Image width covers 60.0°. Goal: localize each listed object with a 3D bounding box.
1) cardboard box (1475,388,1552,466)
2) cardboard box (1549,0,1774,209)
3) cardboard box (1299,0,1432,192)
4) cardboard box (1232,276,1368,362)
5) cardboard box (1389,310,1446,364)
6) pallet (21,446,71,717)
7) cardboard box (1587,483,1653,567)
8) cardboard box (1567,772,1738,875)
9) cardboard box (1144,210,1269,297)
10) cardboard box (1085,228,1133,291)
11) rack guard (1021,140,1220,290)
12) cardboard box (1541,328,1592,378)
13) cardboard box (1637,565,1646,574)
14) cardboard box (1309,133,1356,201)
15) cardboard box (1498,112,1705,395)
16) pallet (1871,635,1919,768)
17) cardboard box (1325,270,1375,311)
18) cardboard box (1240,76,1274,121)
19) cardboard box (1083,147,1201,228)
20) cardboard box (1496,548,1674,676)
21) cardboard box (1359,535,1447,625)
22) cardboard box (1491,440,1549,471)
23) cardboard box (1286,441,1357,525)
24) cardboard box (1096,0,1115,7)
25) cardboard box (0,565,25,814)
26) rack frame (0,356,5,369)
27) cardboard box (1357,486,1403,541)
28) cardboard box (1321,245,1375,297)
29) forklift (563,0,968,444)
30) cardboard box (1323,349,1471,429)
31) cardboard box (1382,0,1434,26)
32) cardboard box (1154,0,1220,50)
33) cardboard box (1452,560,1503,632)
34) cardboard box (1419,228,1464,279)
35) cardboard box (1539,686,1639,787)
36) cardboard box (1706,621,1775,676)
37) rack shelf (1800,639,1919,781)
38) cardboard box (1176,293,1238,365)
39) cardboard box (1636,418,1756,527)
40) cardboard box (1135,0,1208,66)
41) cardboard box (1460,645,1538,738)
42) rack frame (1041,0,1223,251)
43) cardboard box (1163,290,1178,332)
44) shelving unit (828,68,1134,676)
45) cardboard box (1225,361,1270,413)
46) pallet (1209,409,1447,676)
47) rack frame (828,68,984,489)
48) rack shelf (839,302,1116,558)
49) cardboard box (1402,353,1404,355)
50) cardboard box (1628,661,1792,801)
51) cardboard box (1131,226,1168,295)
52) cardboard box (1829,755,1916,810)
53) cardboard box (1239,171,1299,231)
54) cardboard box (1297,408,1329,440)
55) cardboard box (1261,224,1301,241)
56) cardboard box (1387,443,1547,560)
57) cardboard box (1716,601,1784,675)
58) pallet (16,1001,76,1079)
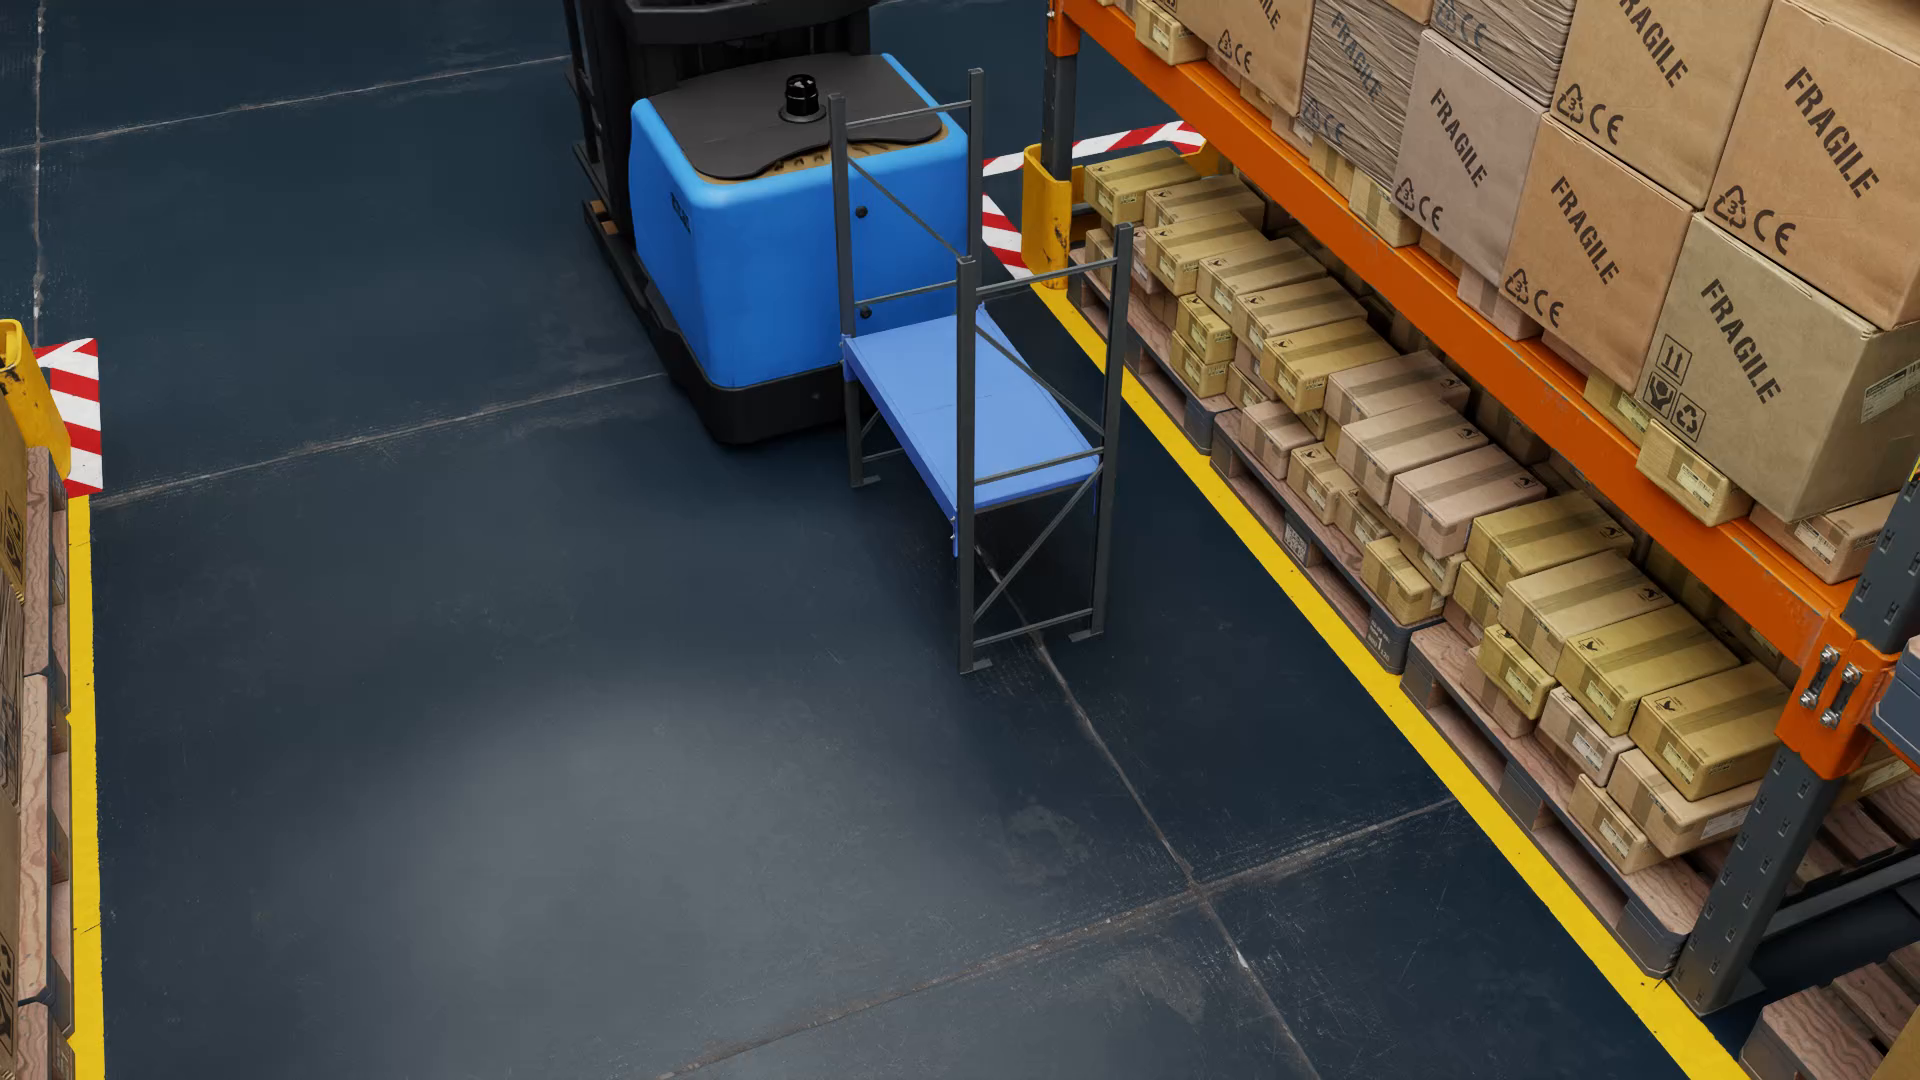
[{"bbox_3d":[1.893,-0.410,5.334,0.380,0.149,0.250,-17,43,-19],"label":"cardboard box"},{"bbox_3d":[1.717,-1.113,3.672,0.500,0.500,0.500,-16,43,-18],"label":"cardboard box"},{"bbox_3d":[1.340,-1.358,4.724,0.500,0.500,0.500,-16,43,-18],"label":"cardboard box"},{"bbox_3d":[1.169,-0.752,5.733,0.380,0.149,0.250,-14,43,-15],"label":"cardboard box"},{"bbox_3d":[1.708,-0.719,5.694,0.380,0.149,0.250,-16,43,-18],"label":"cardboard box"},{"bbox_3d":[-3.424,0.229,5.322,1.003,0.211,1.213,-15,43,-17],"label":"pallet"},{"bbox_3d":[2.095,-0.093,4.965,0.380,0.149,0.250,-16,43,-18],"label":"cardboard box"},{"bbox_3d":[1.885,0.713,4.485,0.380,0.149,0.250,-15,43,-16],"label":"cardboard box"},{"bbox_3d":[0.900,-1.051,6.079,0.380,0.149,0.250,-15,43,-17],"label":"cardboard box"},{"bbox_3d":[0.724,-1.150,6.651,0.380,0.149,0.250,-14,43,-16],"label":"cardboard box"},{"bbox_3d":[0.848,-1.473,7.080,1.175,0.500,0.348,-15,43,-17],"label":"rack guard"},{"bbox_3d":[1.742,-0.552,4.284,0.380,0.149,0.250,-16,43,-18],"label":"cardboard box"},{"bbox_3d":[2.099,0.022,5.060,0.380,0.149,0.250,-17,44,-19],"label":"cardboard box"},{"bbox_3d":[1.284,-1.168,5.000,0.380,0.149,0.250,-14,43,-15],"label":"cardboard box"},{"bbox_3d":[1.706,-0.742,4.008,0.500,0.500,0.500,-16,43,-18],"label":"cardboard box"},{"bbox_3d":[2.507,0.512,3.001,1.003,0.211,1.213,-15,43,-17],"label":"pallet"},{"bbox_3d":[1.493,-0.911,6.145,0.380,0.149,0.250,-16,43,-17],"label":"cardboard box"},{"bbox_3d":[1.136,-1.485,5.369,0.380,0.149,0.250,-16,43,-17],"label":"cardboard box"},{"bbox_3d":[0.705,-1.370,6.451,0.380,0.149,0.250,-17,44,-19],"label":"cardboard box"},{"bbox_3d":[1.736,0.197,4.628,0.380,0.149,0.250,-15,43,-17],"label":"cardboard box"},{"bbox_3d":[1.488,0.090,5.210,0.380,0.149,0.250,-15,43,-17],"label":"cardboard box"},{"bbox_3d":[1.978,-0.317,5.455,0.380,0.149,0.250,-15,43,-17],"label":"cardboard box"},{"bbox_3d":[1.328,-0.221,5.571,0.380,0.149,0.250,-15,43,-17],"label":"cardboard box"},{"bbox_3d":[0.640,-2.095,6.078,0.380,0.149,0.250,-15,43,-17],"label":"cardboard box"},{"bbox_3d":[-3.135,0.270,4.443,0.875,0.875,0.875,-15,43,-17],"label":"cardboard box"},{"bbox_3d":[-3.802,-1.290,4.950,1.000,3.000,0.127,-15,43,-17],"label":"rack frame"},{"bbox_3d":[1.496,-0.166,5.279,0.380,0.149,0.250,-17,44,-19],"label":"cardboard box"},{"bbox_3d":[1.556,-1.053,6.082,0.380,0.149,0.250,-17,43,-19],"label":"cardboard box"},{"bbox_3d":[-0.998,-2.423,6.320,1.130,2.935,3.031,-16,43,-18],"label":"forklift"},{"bbox_3d":[1.412,-0.455,5.387,0.380,0.149,0.250,-15,43,-17],"label":"cardboard box"},{"bbox_3d":[1.321,-1.733,4.393,0.500,0.500,0.500,-16,43,-18],"label":"cardboard box"},{"bbox_3d":[0.964,-1.962,5.426,0.500,0.500,0.500,-15,43,-17],"label":"cardboard box"},{"bbox_3d":[1.696,0.149,4.913,0.380,0.149,0.250,-15,43,-16],"label":"cardboard box"},{"bbox_3d":[1.522,-0.864,4.647,0.380,0.149,0.250,-16,43,-17],"label":"cardboard box"},{"bbox_3d":[1.820,0.481,4.526,0.380,0.149,0.250,-17,44,-19],"label":"cardboard box"},{"bbox_3d":[2.327,0.323,4.710,0.380,0.149,0.250,-15,43,-17],"label":"cardboard box"},{"bbox_3d":[3.115,1.420,2.350,1.077,0.370,4.000,-15,43,-17],"label":"rack shelf"},{"bbox_3d":[1.008,-0.792,6.007,0.380,0.149,0.250,-14,43,-16],"label":"cardboard box"},{"bbox_3d":[1.825,-0.204,3.879,0.380,0.149,0.250,-16,43,-18],"label":"cardboard box"},{"bbox_3d":[0.829,-1.776,5.708,0.380,0.149,0.250,-16,43,-18],"label":"cardboard box"},{"bbox_3d":[1.702,0.393,4.857,0.380,0.149,0.250,-16,43,-18],"label":"cardboard box"},{"bbox_3d":[0.819,-2.467,6.318,1.000,3.000,0.127,-15,43,-17],"label":"rack frame"},{"bbox_3d":[1.001,-0.865,6.319,0.380,0.149,0.250,-15,43,-16],"label":"cardboard box"},{"bbox_3d":[0.033,-0.517,5.201,0.538,1.500,1.048,-15,43,-17],"label":"shelving unit"},{"bbox_3d":[1.183,-0.553,5.957,0.380,0.149,0.250,-15,43,-17],"label":"cardboard box"},{"bbox_3d":[1.589,-0.132,5.741,1.003,0.211,1.213,-15,43,-17],"label":"pallet"},{"bbox_3d":[-0.162,-0.824,5.557,0.500,1.500,0.032,-15,43,-17],"label":"rack frame"},{"bbox_3d":[0.033,-0.381,5.319,0.538,0.185,1.000,-15,43,-17],"label":"rack shelf"},{"bbox_3d":[1.776,-0.631,5.819,0.380,0.149,0.250,-13,42,-15],"label":"cardboard box"},{"bbox_3d":[1.973,0.489,4.288,0.380,0.149,0.250,-14,43,-16],"label":"cardboard box"},{"bbox_3d":[0.835,-1.099,6.364,0.380,0.149,0.250,-15,43,-17],"label":"cardboard box"},{"bbox_3d":[2.507,0.565,4.657,0.380,0.149,0.250,-17,44,-19],"label":"cardboard box"},{"bbox_3d":[1.299,-1.349,6.427,0.380,0.149,0.250,-14,43,-16],"label":"cardboard box"},{"bbox_3d":[1.339,-0.503,5.671,0.380,0.149,0.250,-13,42,-15],"label":"cardboard box"},{"bbox_3d":[1.335,-1.240,6.528,0.380,0.149,0.250,-16,43,-18],"label":"cardboard box"},{"bbox_3d":[1.520,-0.119,4.996,0.380,0.149,0.250,-17,44,-19],"label":"cardboard box"},{"bbox_3d":[2.358,0.199,4.626,0.380,0.149,0.250,-13,42,-15],"label":"cardboard box"},{"bbox_3d":[-2.491,1.699,3.613,1.003,0.211,1.213,-15,43,-17],"label":"pallet"}]
